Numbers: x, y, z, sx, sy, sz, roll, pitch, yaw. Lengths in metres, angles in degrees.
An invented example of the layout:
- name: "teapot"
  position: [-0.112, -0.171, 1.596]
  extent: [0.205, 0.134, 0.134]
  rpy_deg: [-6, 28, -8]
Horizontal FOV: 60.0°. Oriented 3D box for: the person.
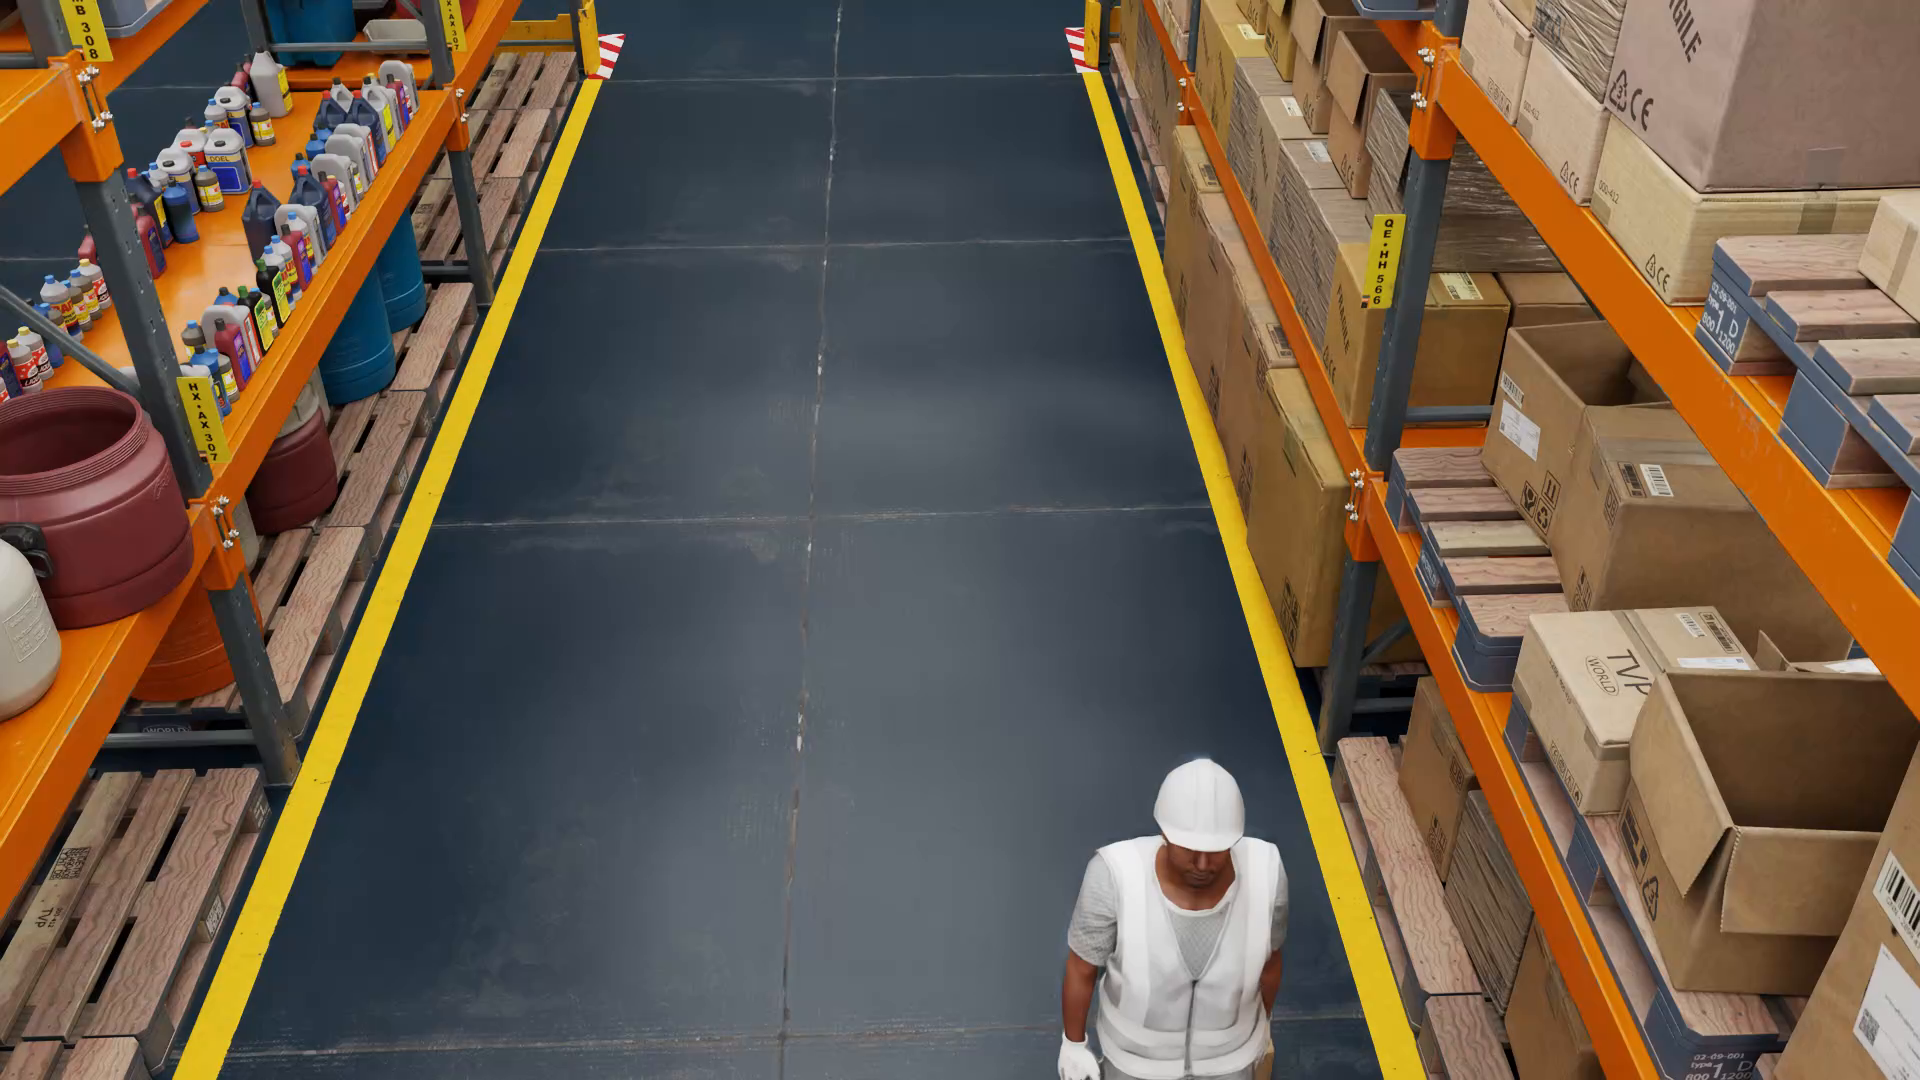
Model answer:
- name: "person"
  position: [0.535, 1.252, 4.312]
  extent: [0.574, 1.763, 0.773]
  rpy_deg: [-1, 35, -2]
